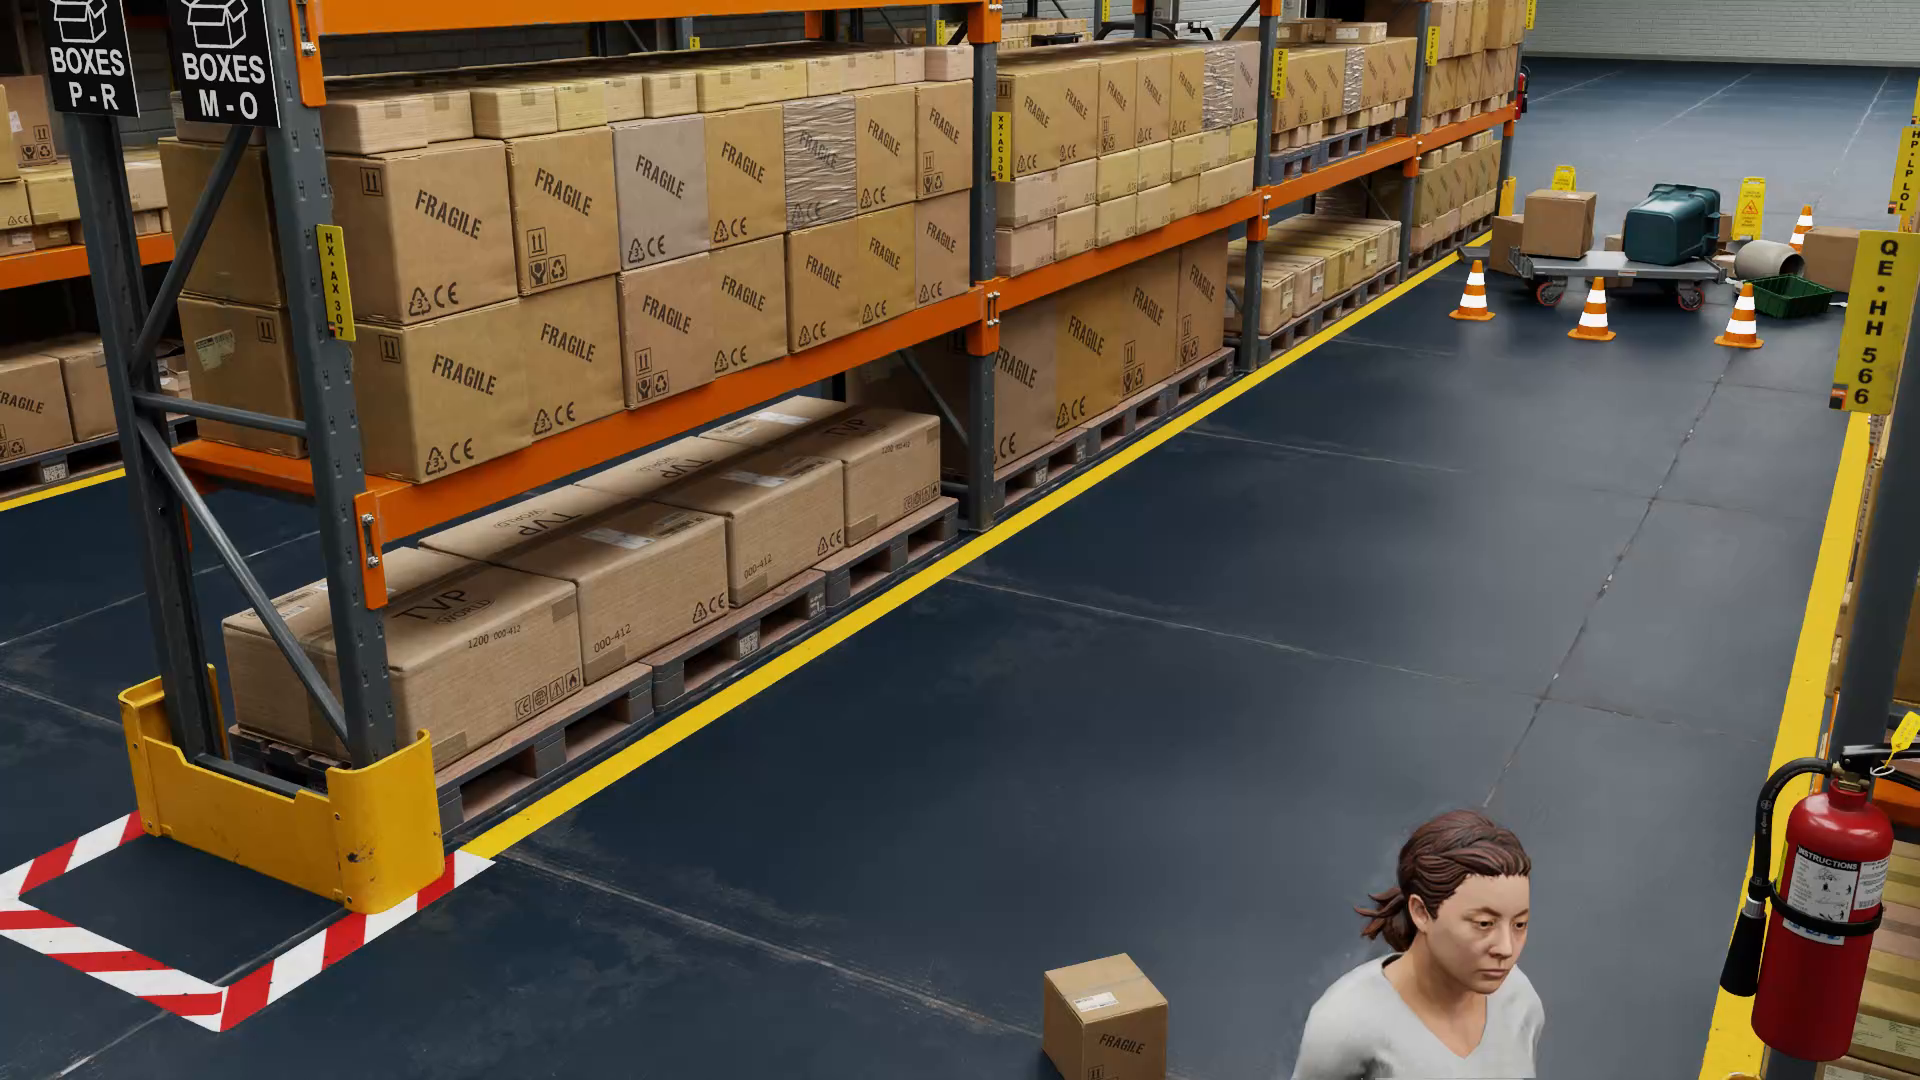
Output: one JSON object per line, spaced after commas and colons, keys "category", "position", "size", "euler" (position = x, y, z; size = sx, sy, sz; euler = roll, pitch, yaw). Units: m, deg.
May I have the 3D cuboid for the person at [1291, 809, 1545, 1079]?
{"category": "person", "position": [0.723, 1.201, 2.689], "size": [0.481, 1.620, 1.035], "euler": [-4, 20, -12]}
